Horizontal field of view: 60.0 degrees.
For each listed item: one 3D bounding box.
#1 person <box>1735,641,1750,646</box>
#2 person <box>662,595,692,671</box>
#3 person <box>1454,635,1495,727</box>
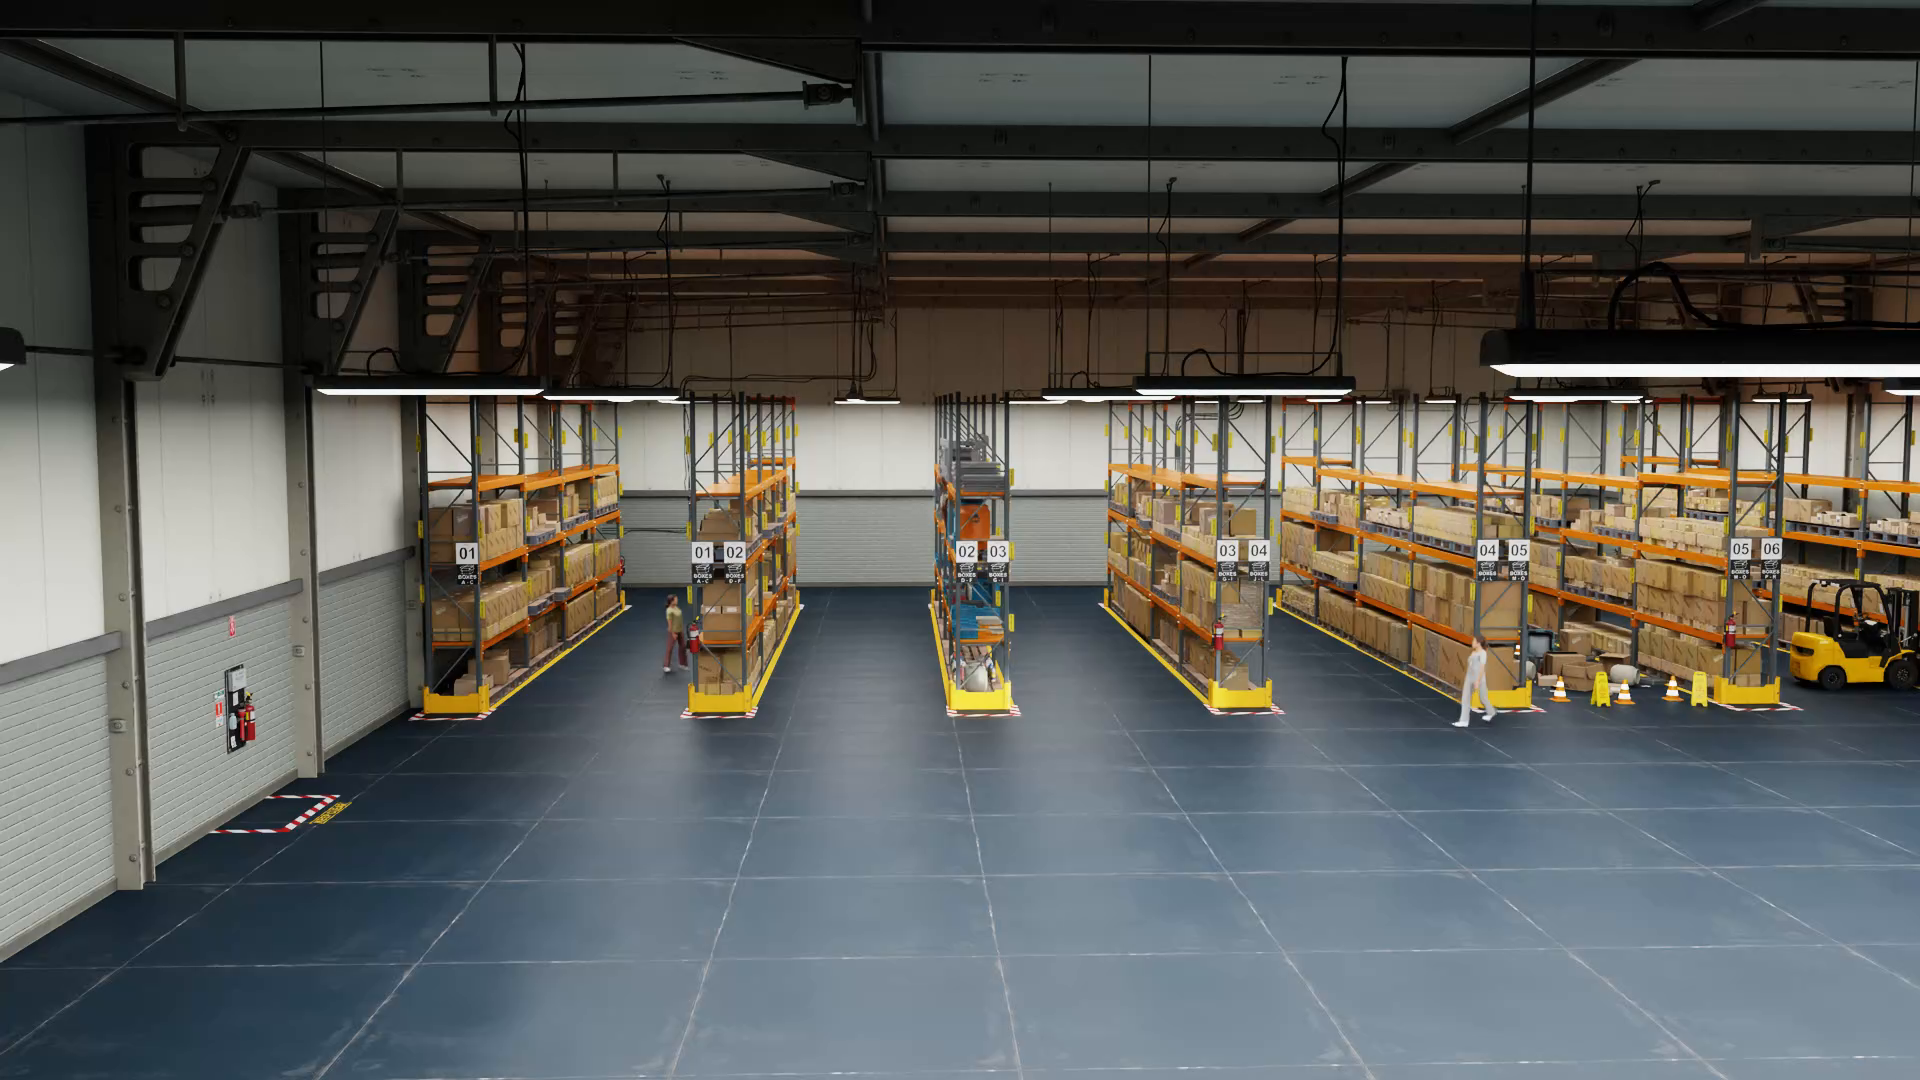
[{"bbox_3d":[17.159,1.928,36.438,0.530,1.767,0.594,4,6,44],"label":"person"},{"bbox_3d":[-6.163,2.022,36.041,0.479,1.705,0.594,2,5,27],"label":"person"},{"bbox_3d":[9.276,2.516,29.831,0.416,1.637,0.986,4,6,43],"label":"person"}]
